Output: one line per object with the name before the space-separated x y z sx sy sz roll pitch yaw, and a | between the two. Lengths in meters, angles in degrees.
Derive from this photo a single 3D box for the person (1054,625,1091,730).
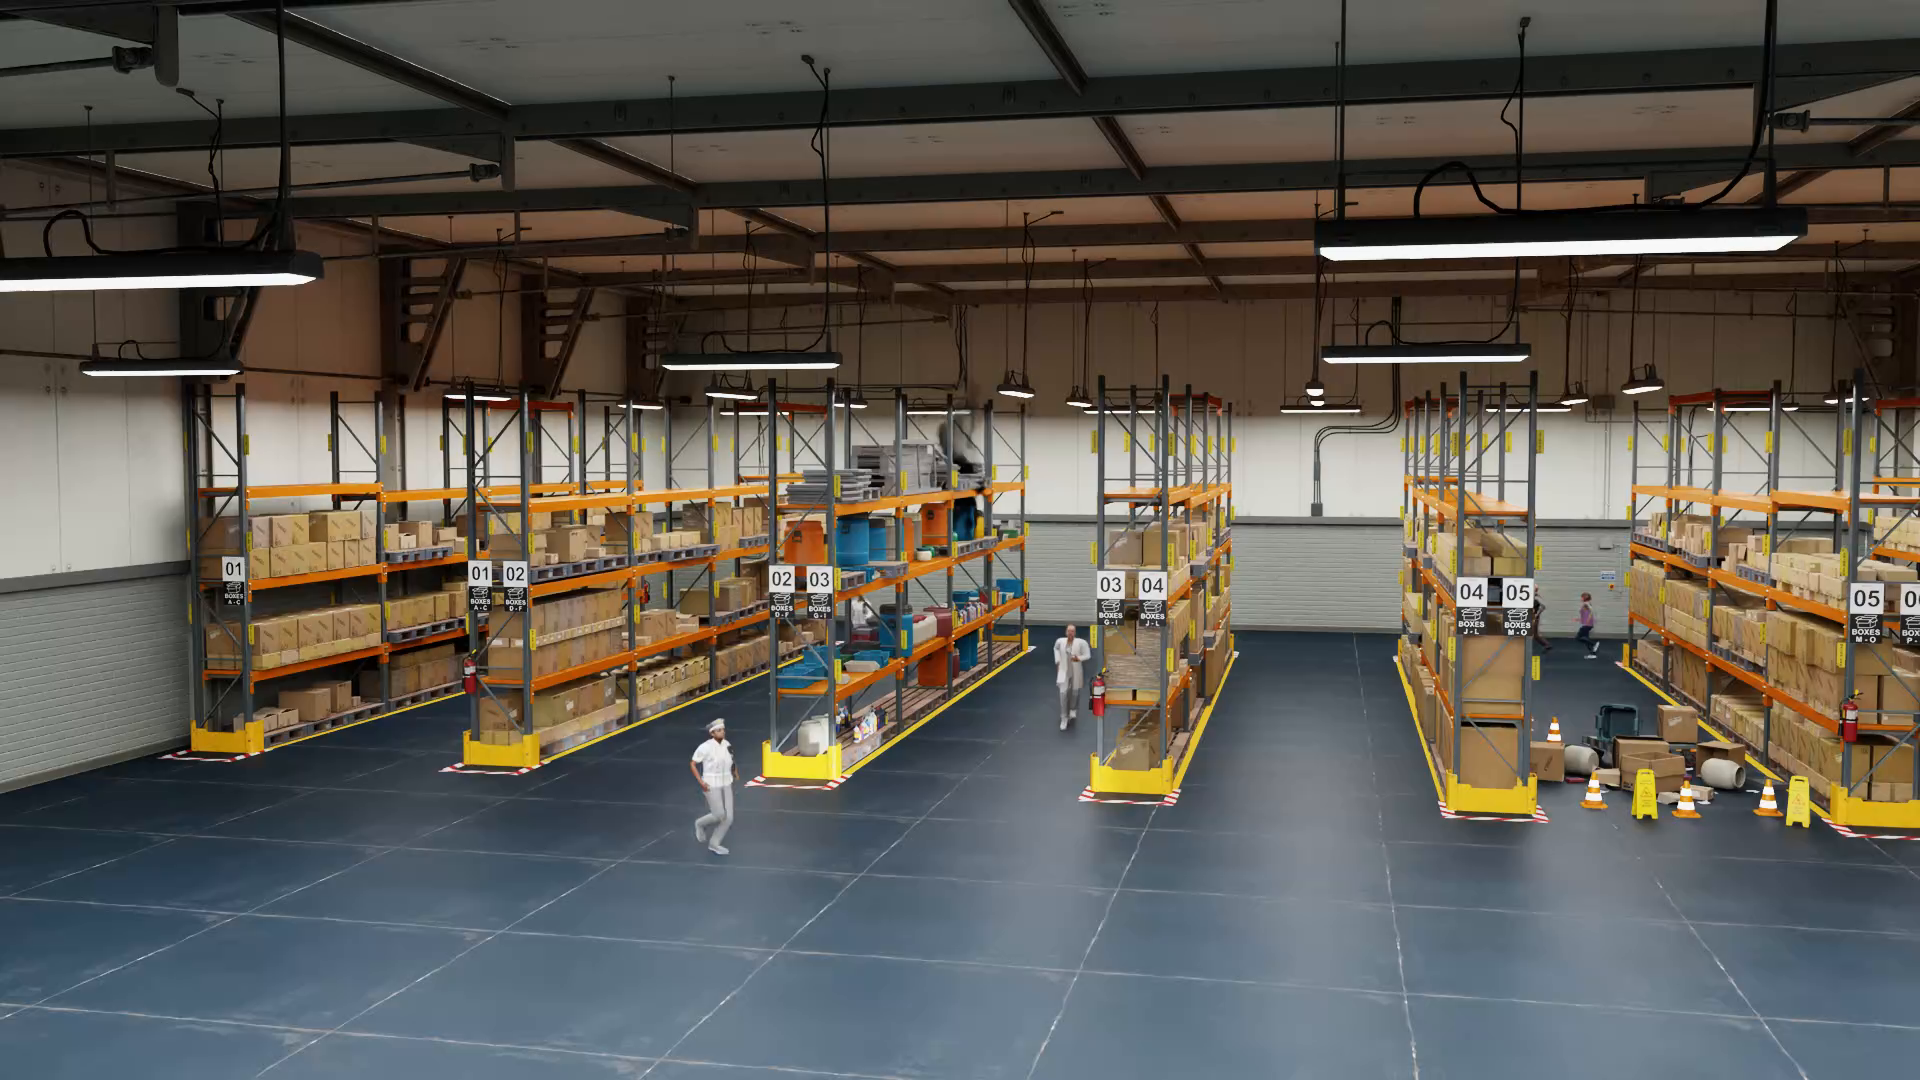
person | 2.005 2.430 29.720 0.668 1.837 1.054 0 3 6

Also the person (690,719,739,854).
person | -2.975 3.011 20.388 0.533 1.662 0.625 3 5 44

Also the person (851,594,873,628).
person | -2.324 1.964 38.453 0.620 1.700 0.725 0 3 3

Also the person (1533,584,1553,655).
person | 13.433 1.886 39.022 0.956 1.719 0.651 1 3 13

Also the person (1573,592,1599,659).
person | 14.668 2.009 38.965 0.604 1.562 0.571 1 4 24
